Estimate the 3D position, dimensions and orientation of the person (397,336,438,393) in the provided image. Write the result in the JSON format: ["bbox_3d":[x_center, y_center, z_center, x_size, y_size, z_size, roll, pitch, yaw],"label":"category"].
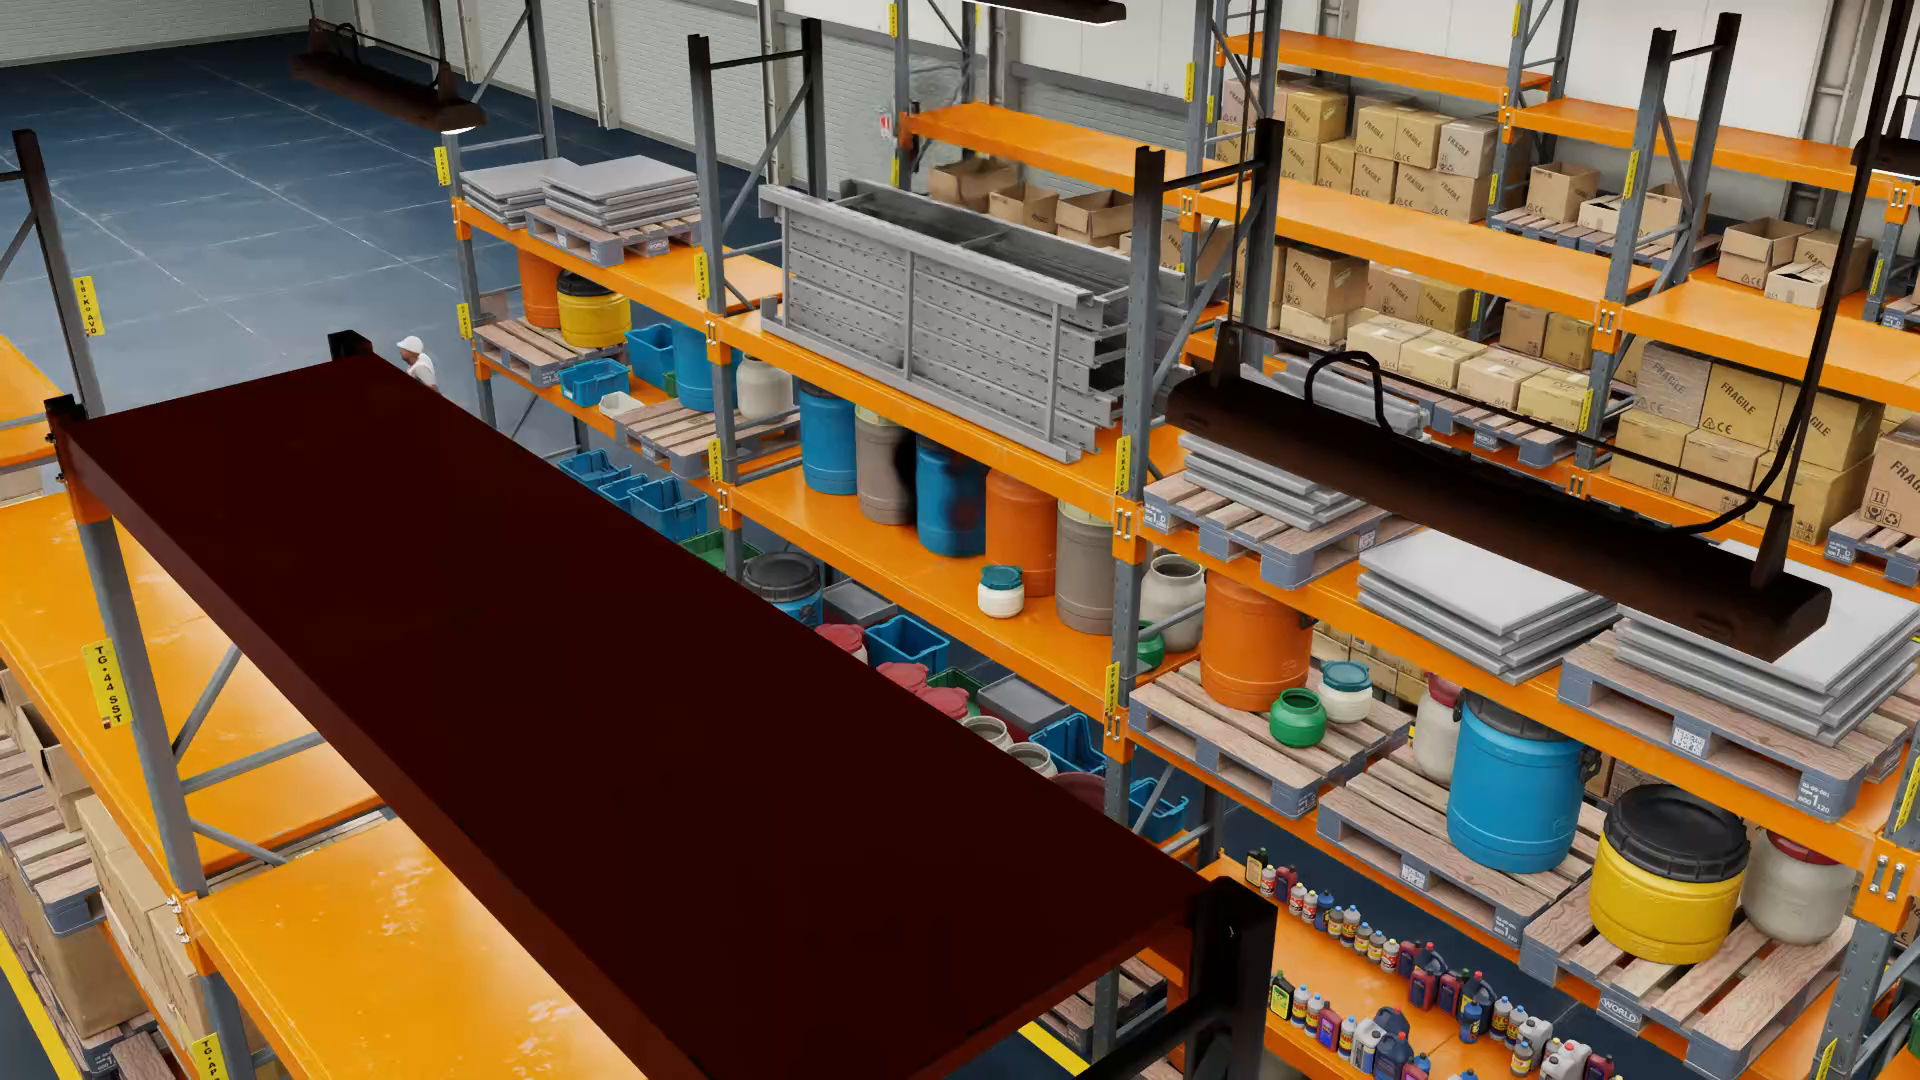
[{"bbox_3d":[-5.960,-1.436,18.491,0.581,1.734,0.693,-5,27,-10],"label":"person"}]
